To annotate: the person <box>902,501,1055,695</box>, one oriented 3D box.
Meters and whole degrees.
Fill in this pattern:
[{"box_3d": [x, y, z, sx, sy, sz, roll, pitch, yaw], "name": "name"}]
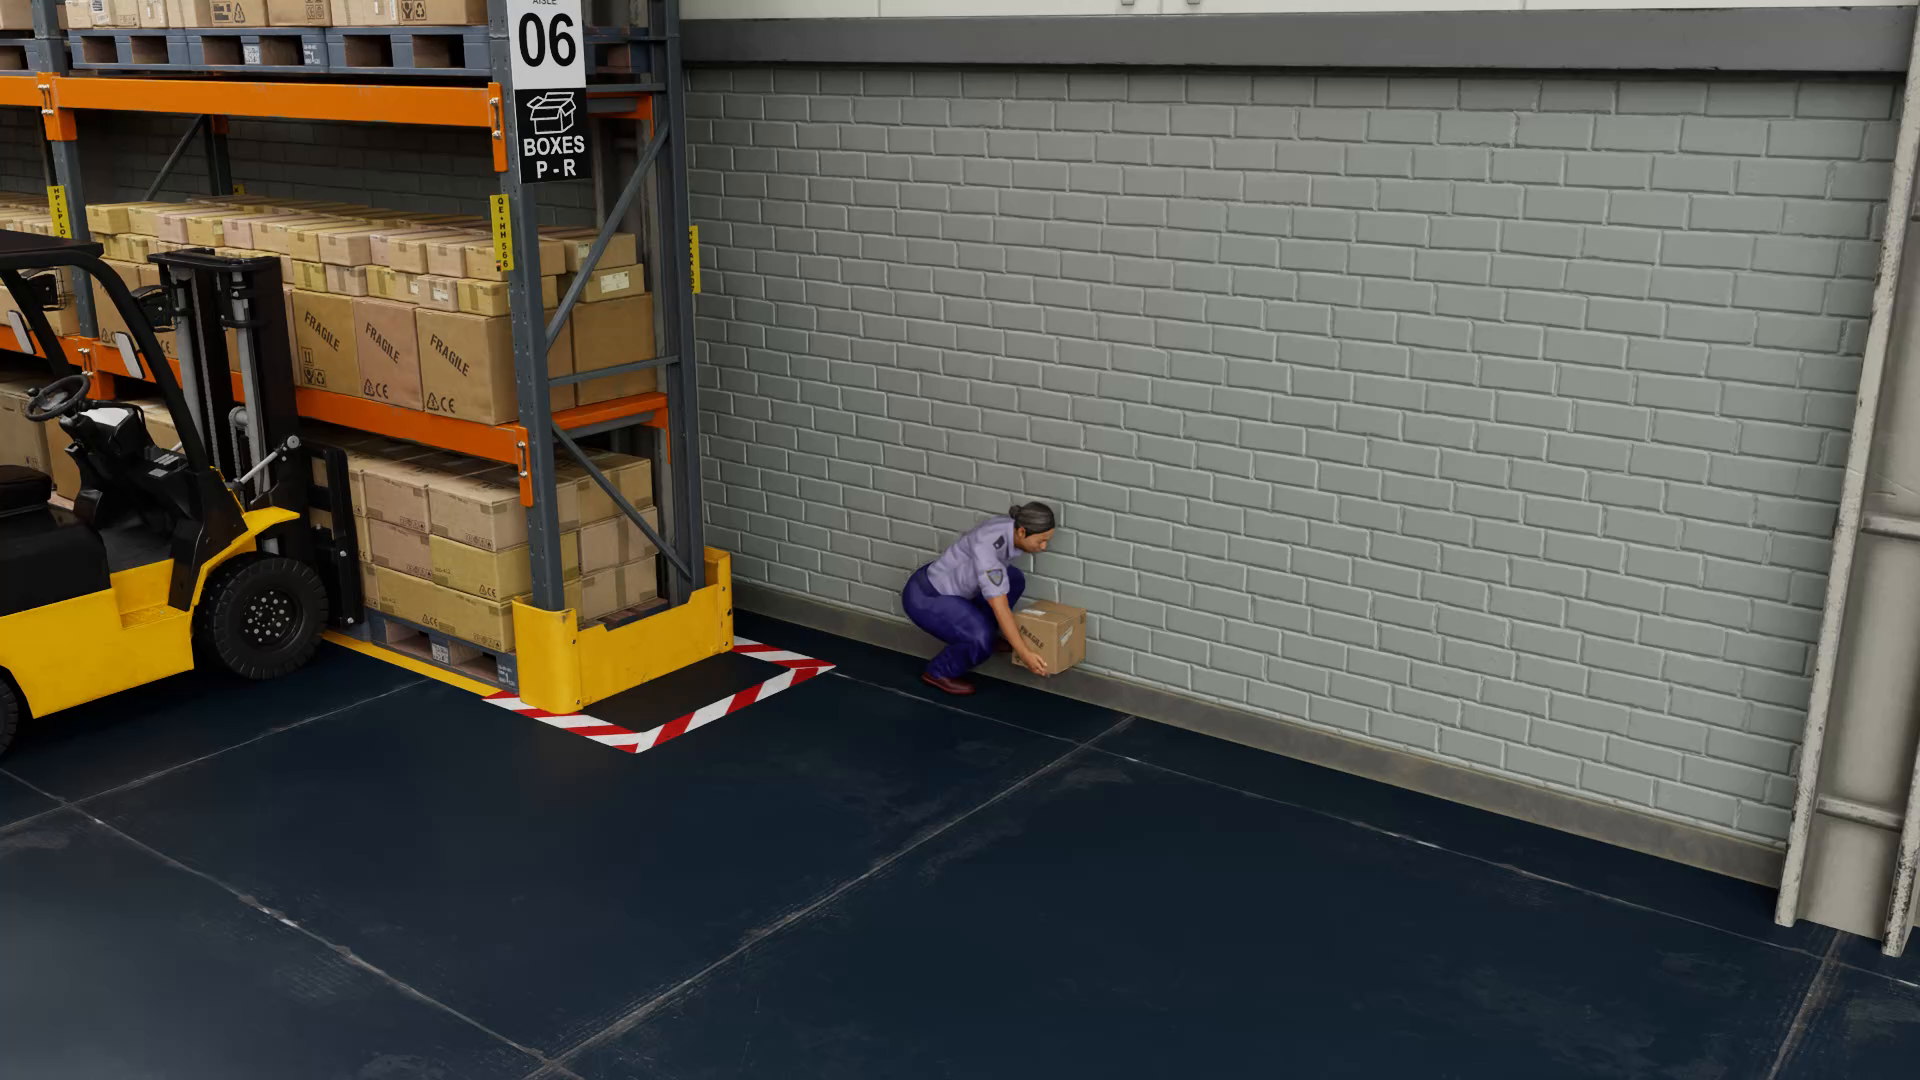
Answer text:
[{"box_3d": [0.143, 0.256, 7.948, 0.850, 0.949, 0.527, 12, 20, 35], "name": "person"}]
